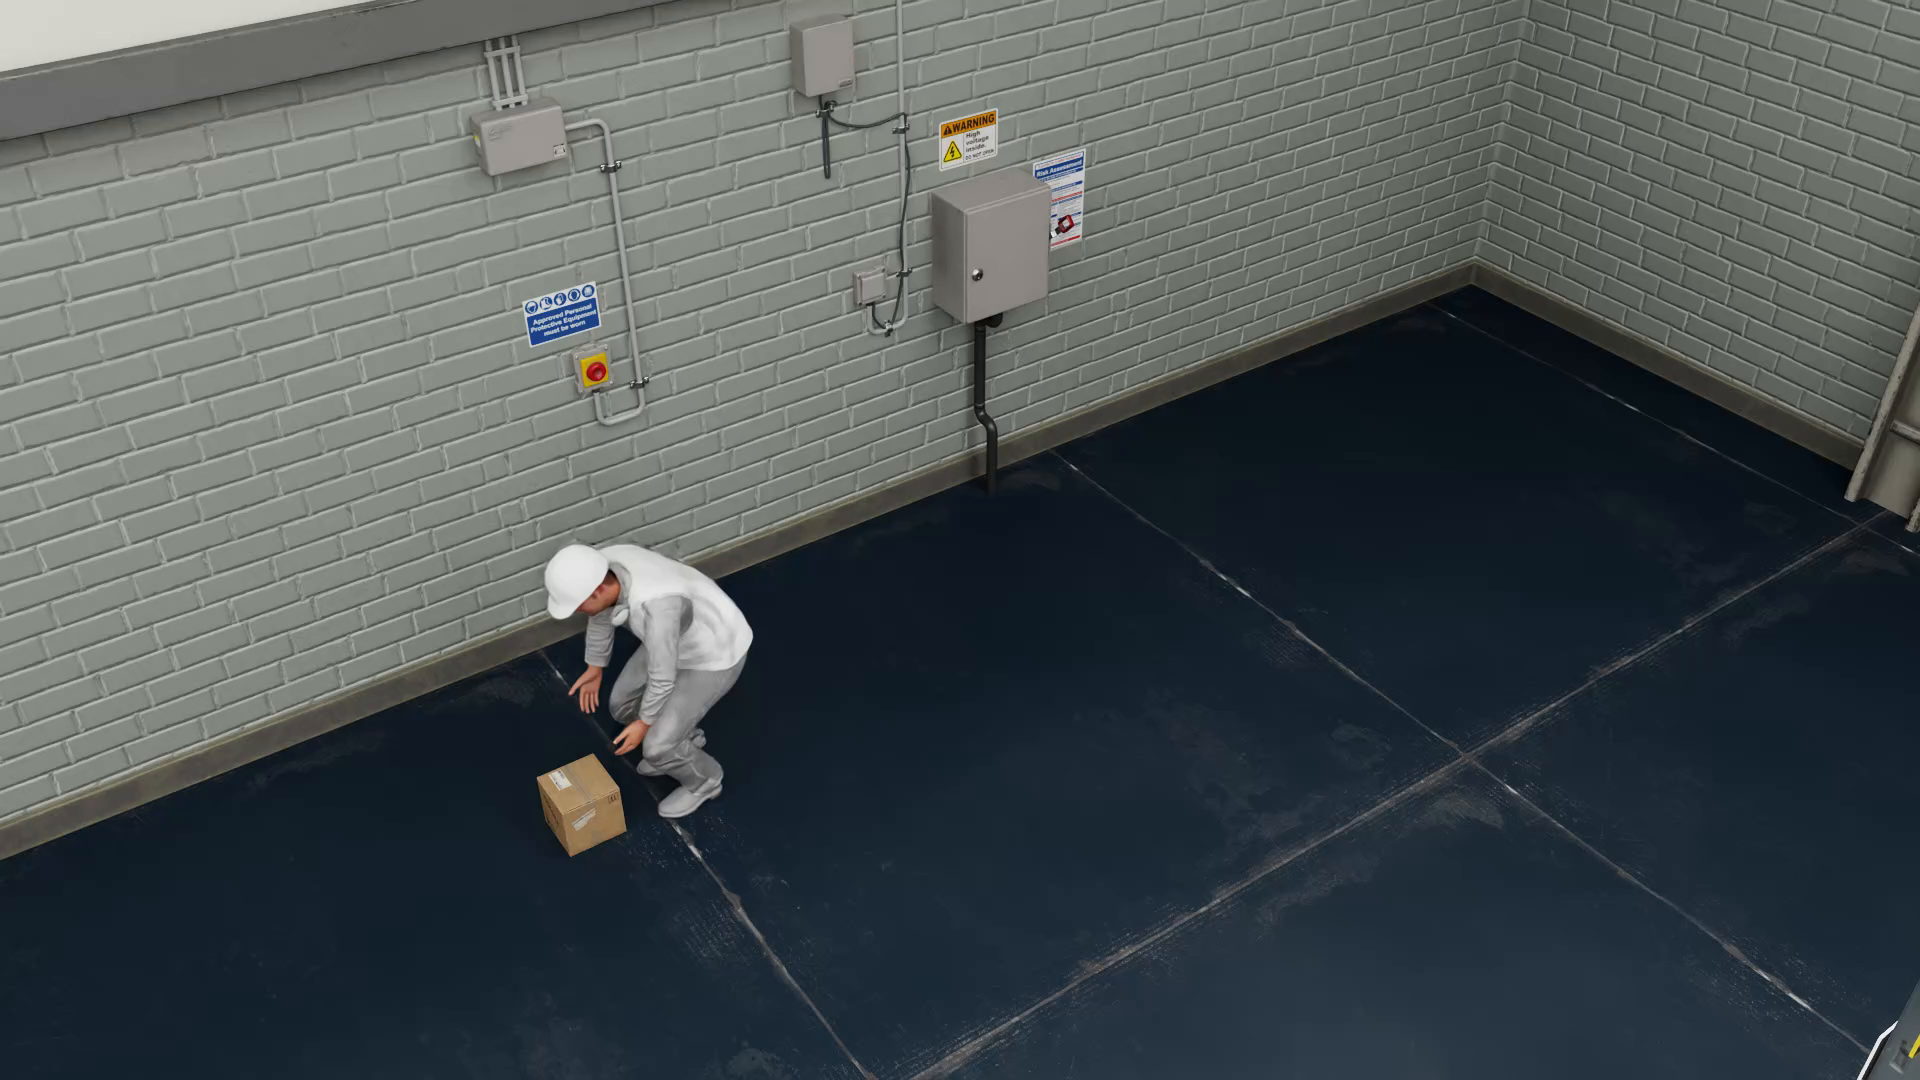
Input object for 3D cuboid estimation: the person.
[{"bbox_3d":[-1.202,0.504,6.619,0.785,1.390,0.590,-22,42,-28],"label":"person"}]
